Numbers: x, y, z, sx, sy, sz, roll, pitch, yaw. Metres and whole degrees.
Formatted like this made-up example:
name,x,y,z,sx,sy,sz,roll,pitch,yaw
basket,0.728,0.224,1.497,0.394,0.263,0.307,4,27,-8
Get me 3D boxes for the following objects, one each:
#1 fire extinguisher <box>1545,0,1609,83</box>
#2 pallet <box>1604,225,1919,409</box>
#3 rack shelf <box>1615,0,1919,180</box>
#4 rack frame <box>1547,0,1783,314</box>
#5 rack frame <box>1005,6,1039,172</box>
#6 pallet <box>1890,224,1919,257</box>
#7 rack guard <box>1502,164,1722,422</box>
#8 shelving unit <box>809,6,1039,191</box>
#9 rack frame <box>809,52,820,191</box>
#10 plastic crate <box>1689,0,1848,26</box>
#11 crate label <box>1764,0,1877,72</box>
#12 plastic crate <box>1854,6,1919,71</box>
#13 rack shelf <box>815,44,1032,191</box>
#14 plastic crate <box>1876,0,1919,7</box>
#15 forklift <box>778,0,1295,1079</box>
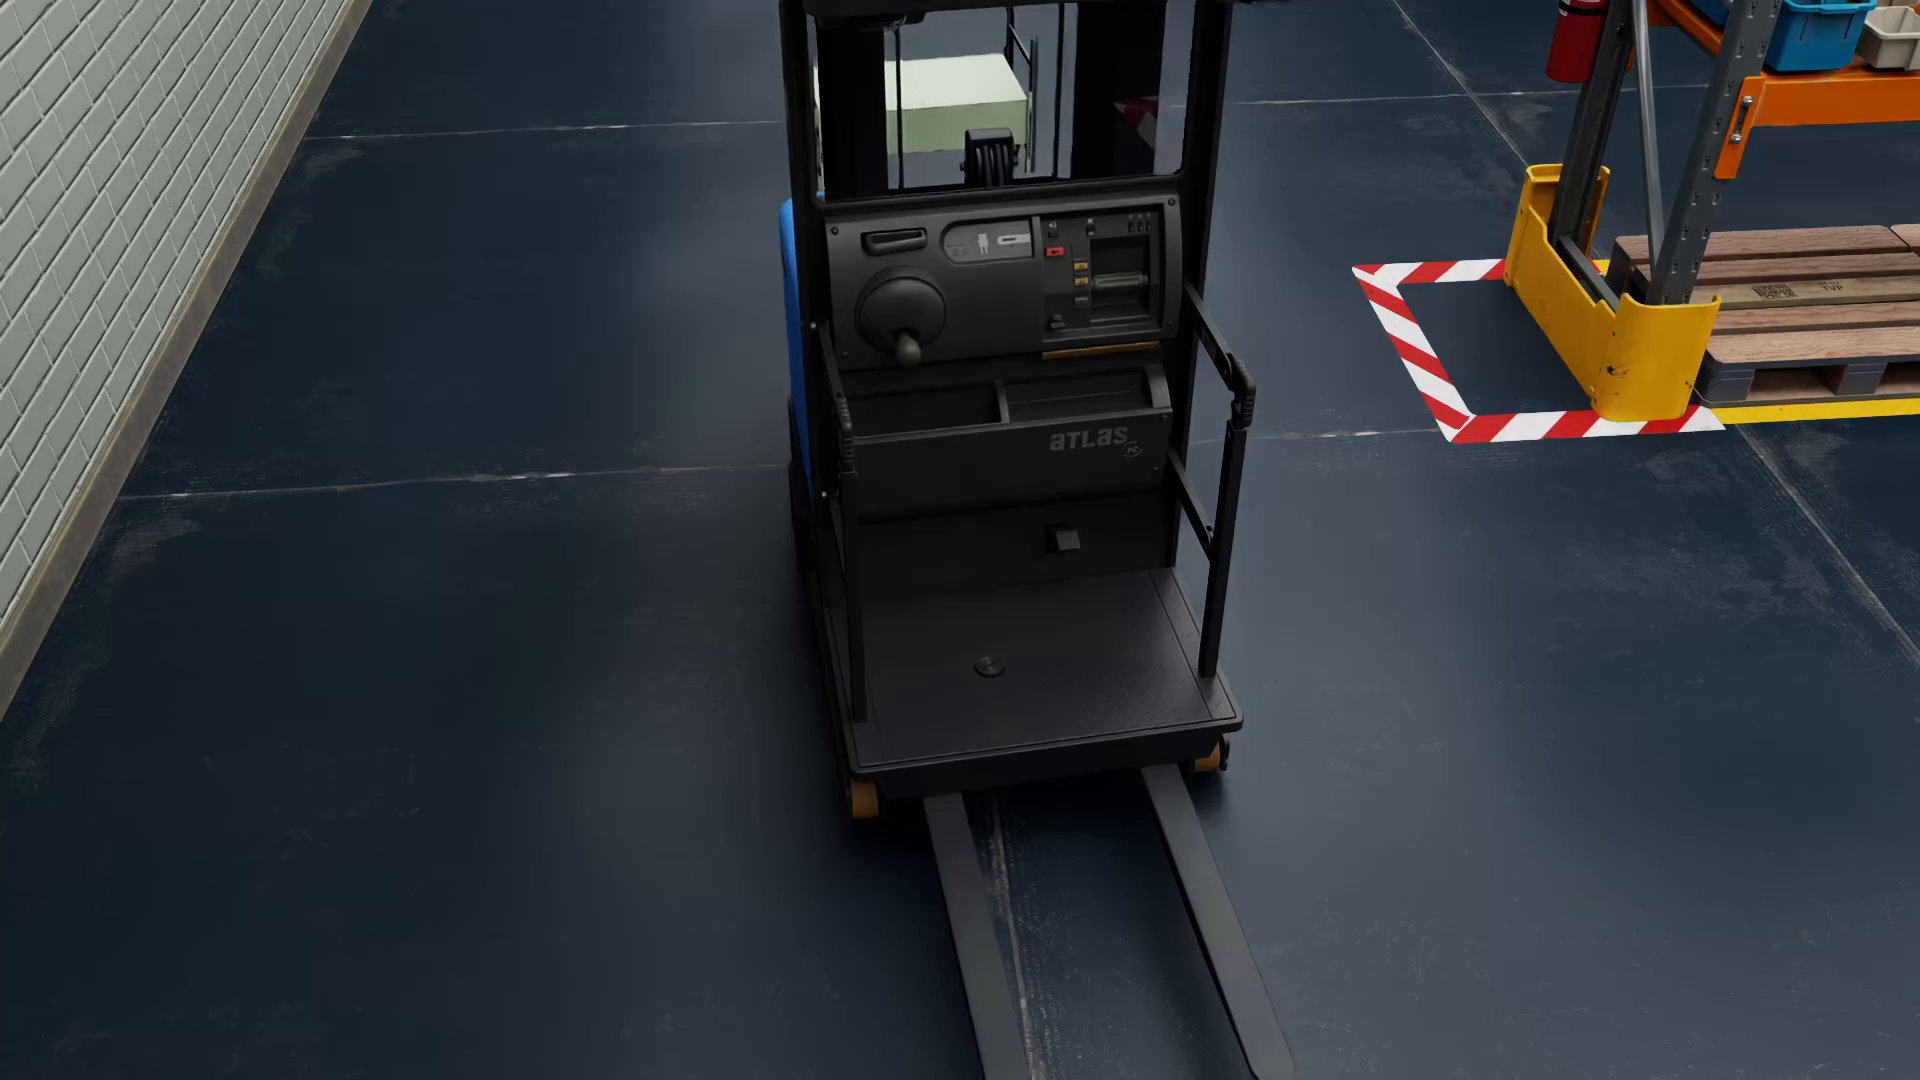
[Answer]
name,x,y,z,sx,sy,sz,roll,pitch,yaw
fire extinguisher,2.393,-2.096,6.348,0.183,0.674,0.296,-3,38,-4
pallet,3.409,-0.927,6.755,1.213,0.211,1.003,-3,38,-4
rack shelf,4.576,-1.828,6.226,4.000,0.370,1.077,-3,38,-4
rack frame,2.584,-2.000,5.864,0.127,3.000,1.000,-3,38,-4
rack frame,0.206,-1.154,6.002,0.023,1.500,0.400,-7,39,-9
pallet,4.621,-0.992,6.837,1.213,0.211,1.003,-3,38,-4
rack guard,2.561,-1.010,6.626,0.348,0.500,1.175,-3,38,-4
shelving unit,-0.153,-1.111,5.948,0.755,1.500,0.431,-7,39,-9
rack frame,-0.512,-1.068,5.893,0.023,1.500,0.400,-7,39,-9
plastic crate,2.901,-2.171,6.004,0.499,0.435,0.616,-3,38,-4
crate label,2.859,-1.769,5.657,0.303,0.233,0.416,-3,38,-4
plastic crate,3.186,-1.697,5.644,0.298,0.136,0.250,-3,38,-4
rack shelf,-0.153,-1.418,5.706,0.720,0.370,0.431,-7,39,-9
plastic crate,3.380,-2.077,6.125,0.243,0.136,0.396,-3,38,-4
forklift,0.162,-0.604,4.149,1.130,2.935,3.031,-7,39,-8
